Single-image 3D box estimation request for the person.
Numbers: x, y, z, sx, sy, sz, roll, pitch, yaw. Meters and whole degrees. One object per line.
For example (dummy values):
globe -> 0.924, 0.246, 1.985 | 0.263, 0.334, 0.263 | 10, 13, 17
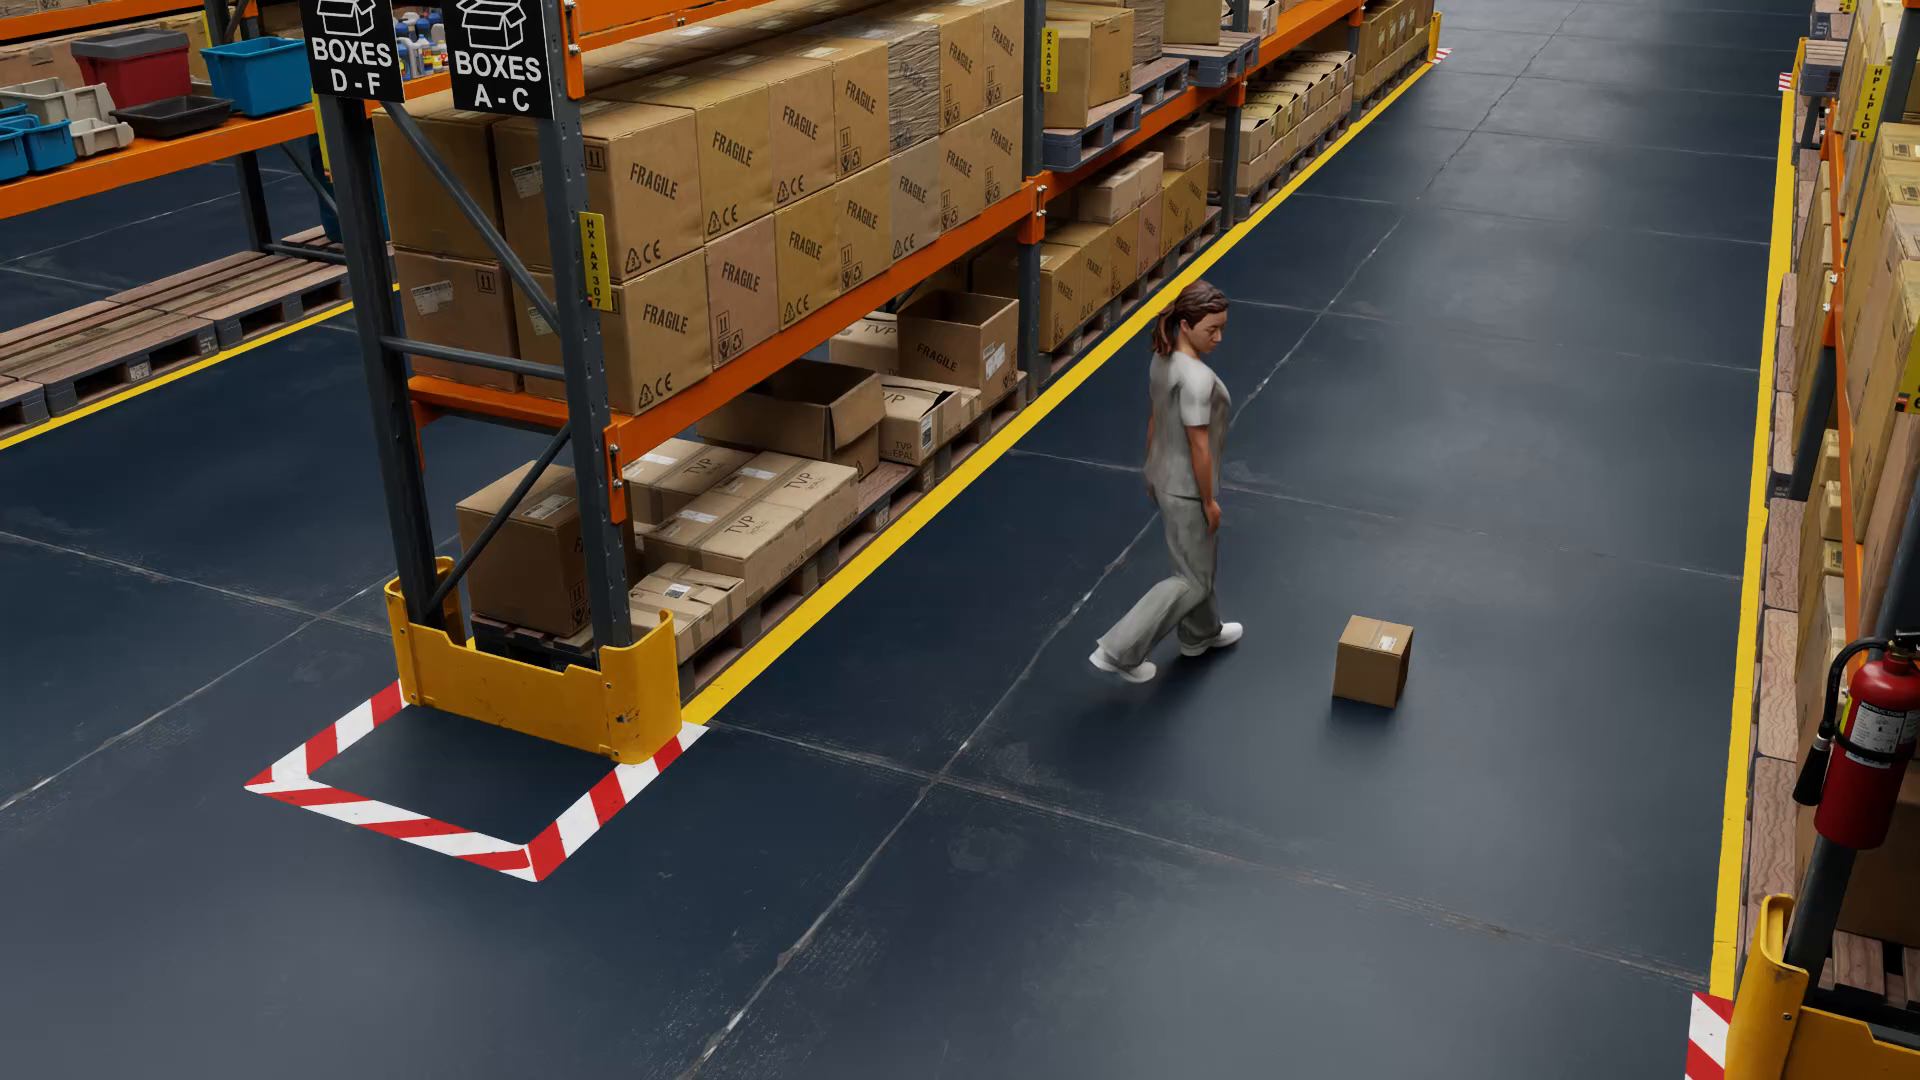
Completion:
person -> 0.858, -0.208, 6.519 | 0.804, 1.655, 0.470 | -7, 27, -14
